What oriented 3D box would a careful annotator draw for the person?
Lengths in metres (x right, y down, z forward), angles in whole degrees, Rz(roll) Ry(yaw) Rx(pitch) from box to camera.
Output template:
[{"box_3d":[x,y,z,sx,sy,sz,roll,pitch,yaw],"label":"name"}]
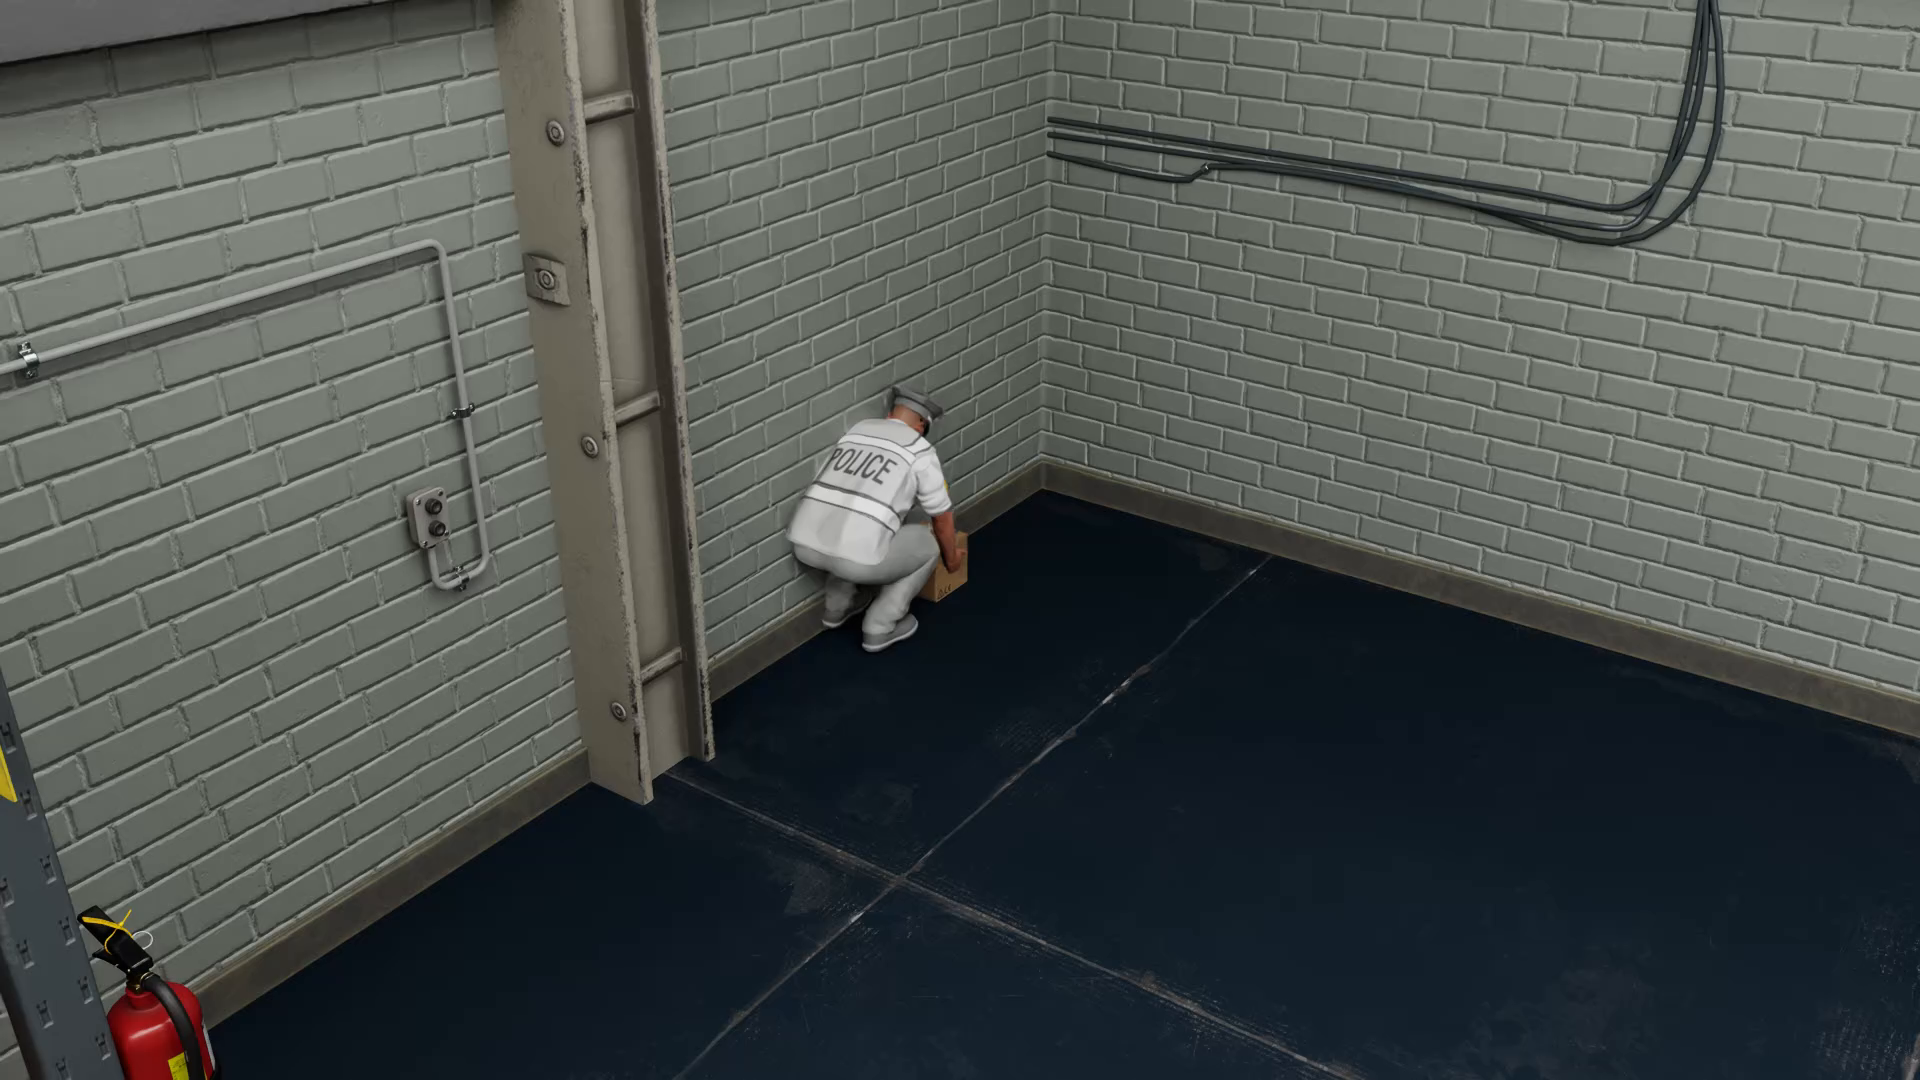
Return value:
[{"box_3d":[-0.362,-0.098,7.176,0.565,0.973,0.950,17,31,30],"label":"person"}]
